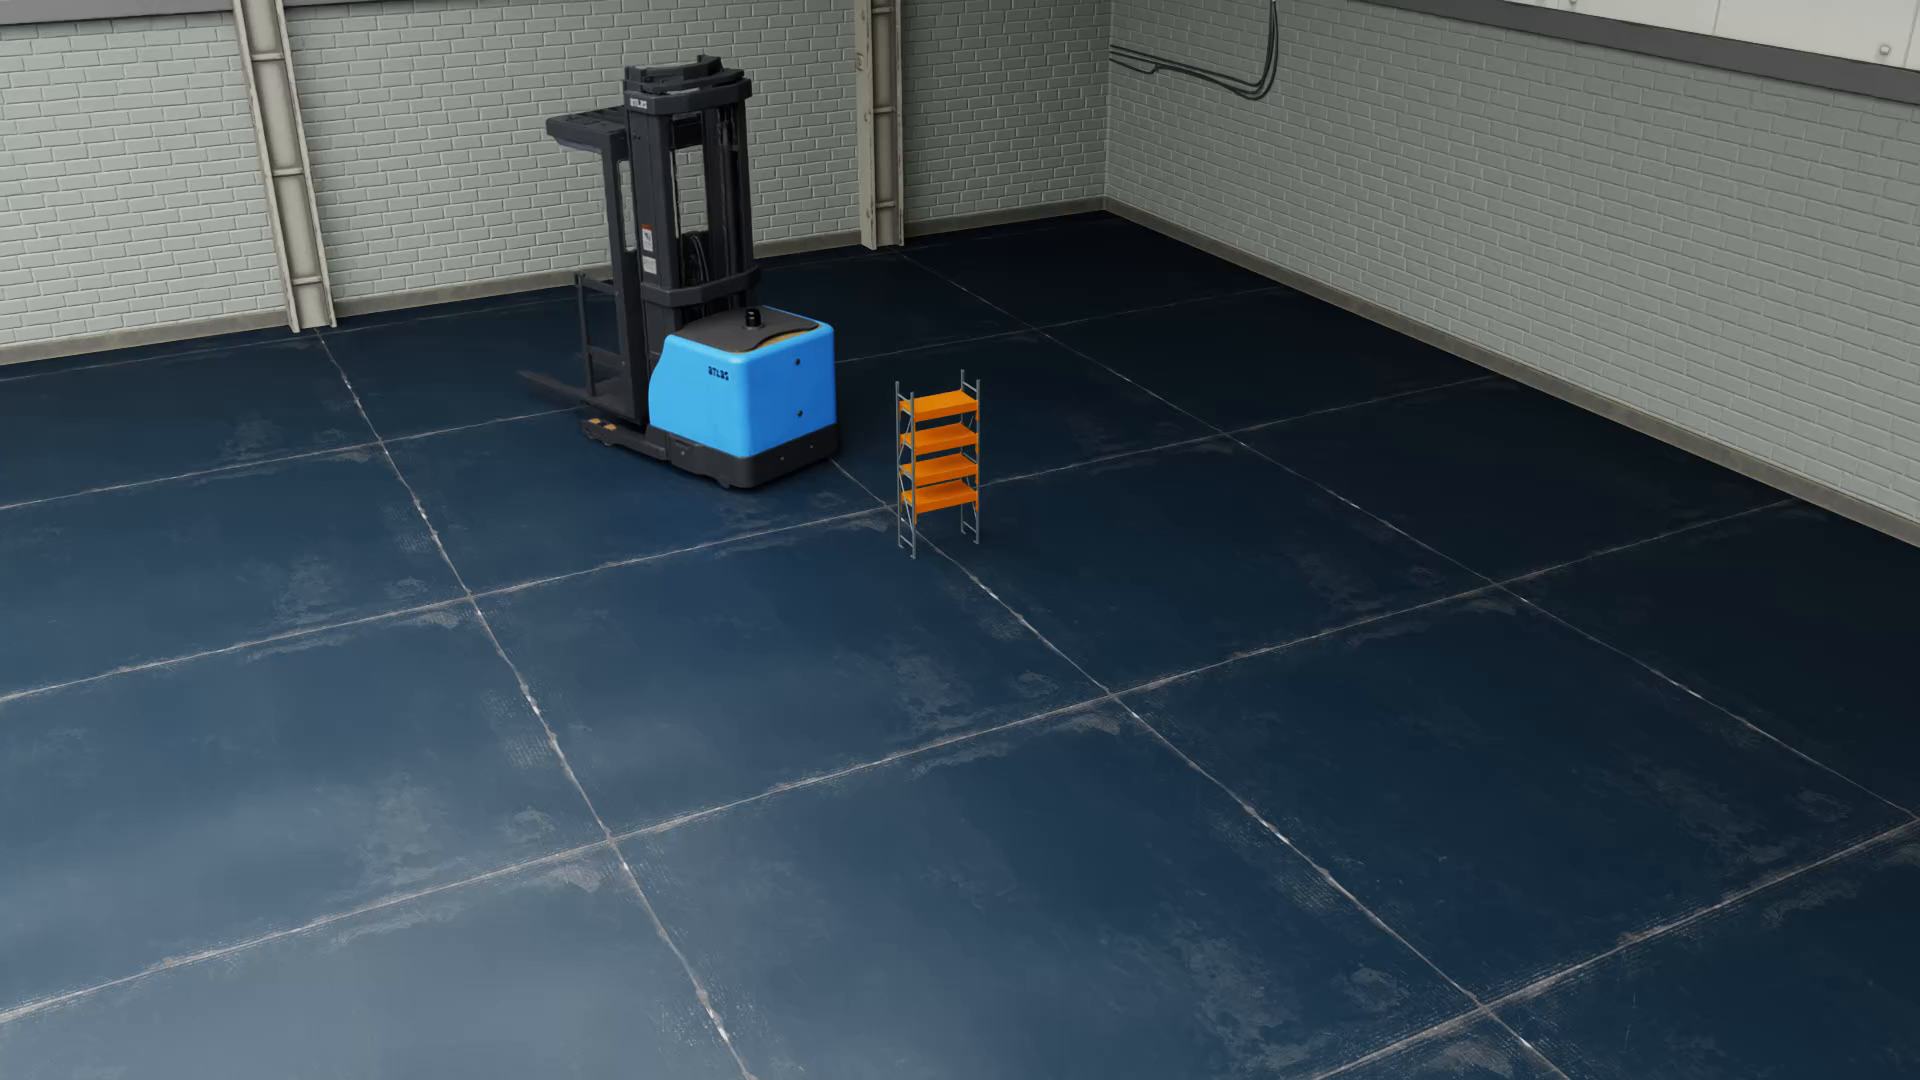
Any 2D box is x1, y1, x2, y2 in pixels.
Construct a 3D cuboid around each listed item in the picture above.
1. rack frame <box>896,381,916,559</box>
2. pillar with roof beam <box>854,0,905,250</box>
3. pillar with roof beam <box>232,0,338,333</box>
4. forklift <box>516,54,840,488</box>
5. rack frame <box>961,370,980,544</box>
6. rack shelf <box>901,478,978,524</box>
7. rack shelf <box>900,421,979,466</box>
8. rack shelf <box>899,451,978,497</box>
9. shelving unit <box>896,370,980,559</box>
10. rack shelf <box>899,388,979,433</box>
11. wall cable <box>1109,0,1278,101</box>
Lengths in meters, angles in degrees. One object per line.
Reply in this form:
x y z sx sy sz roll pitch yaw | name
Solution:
-0.361 -0.457 11.119 0.015 1.200 0.240 -13 29 -25 | rack frame
1.170 -5.679 12.983 0.400 9.000 9.100 -13 29 -25 | pillar with roof beam
-4.124 -4.457 10.437 0.400 9.000 9.100 -13 29 -25 | pillar with roof beam
-2.371 -2.217 12.783 3.031 2.935 1.130 20 32 36 | forklift
0.069 -0.557 11.326 0.015 1.200 0.240 -13 29 -25 | rack frame
-0.146 -0.268 11.337 0.480 0.148 0.258 -13 29 -25 | rack shelf
-0.146 -0.648 11.155 0.480 0.148 0.258 -13 29 -25 | rack shelf
-0.146 -0.447 11.251 0.480 0.148 0.258 -13 29 -25 | rack shelf
-0.146 -0.507 11.222 0.503 1.200 0.258 -13 29 -25 | shelving unit
-0.146 -0.861 11.052 0.480 0.148 0.258 -13 29 -25 | rack shelf
2.366 -6.018 17.277 0.112 2.526 3.097 -13 29 -25 | wall cable
